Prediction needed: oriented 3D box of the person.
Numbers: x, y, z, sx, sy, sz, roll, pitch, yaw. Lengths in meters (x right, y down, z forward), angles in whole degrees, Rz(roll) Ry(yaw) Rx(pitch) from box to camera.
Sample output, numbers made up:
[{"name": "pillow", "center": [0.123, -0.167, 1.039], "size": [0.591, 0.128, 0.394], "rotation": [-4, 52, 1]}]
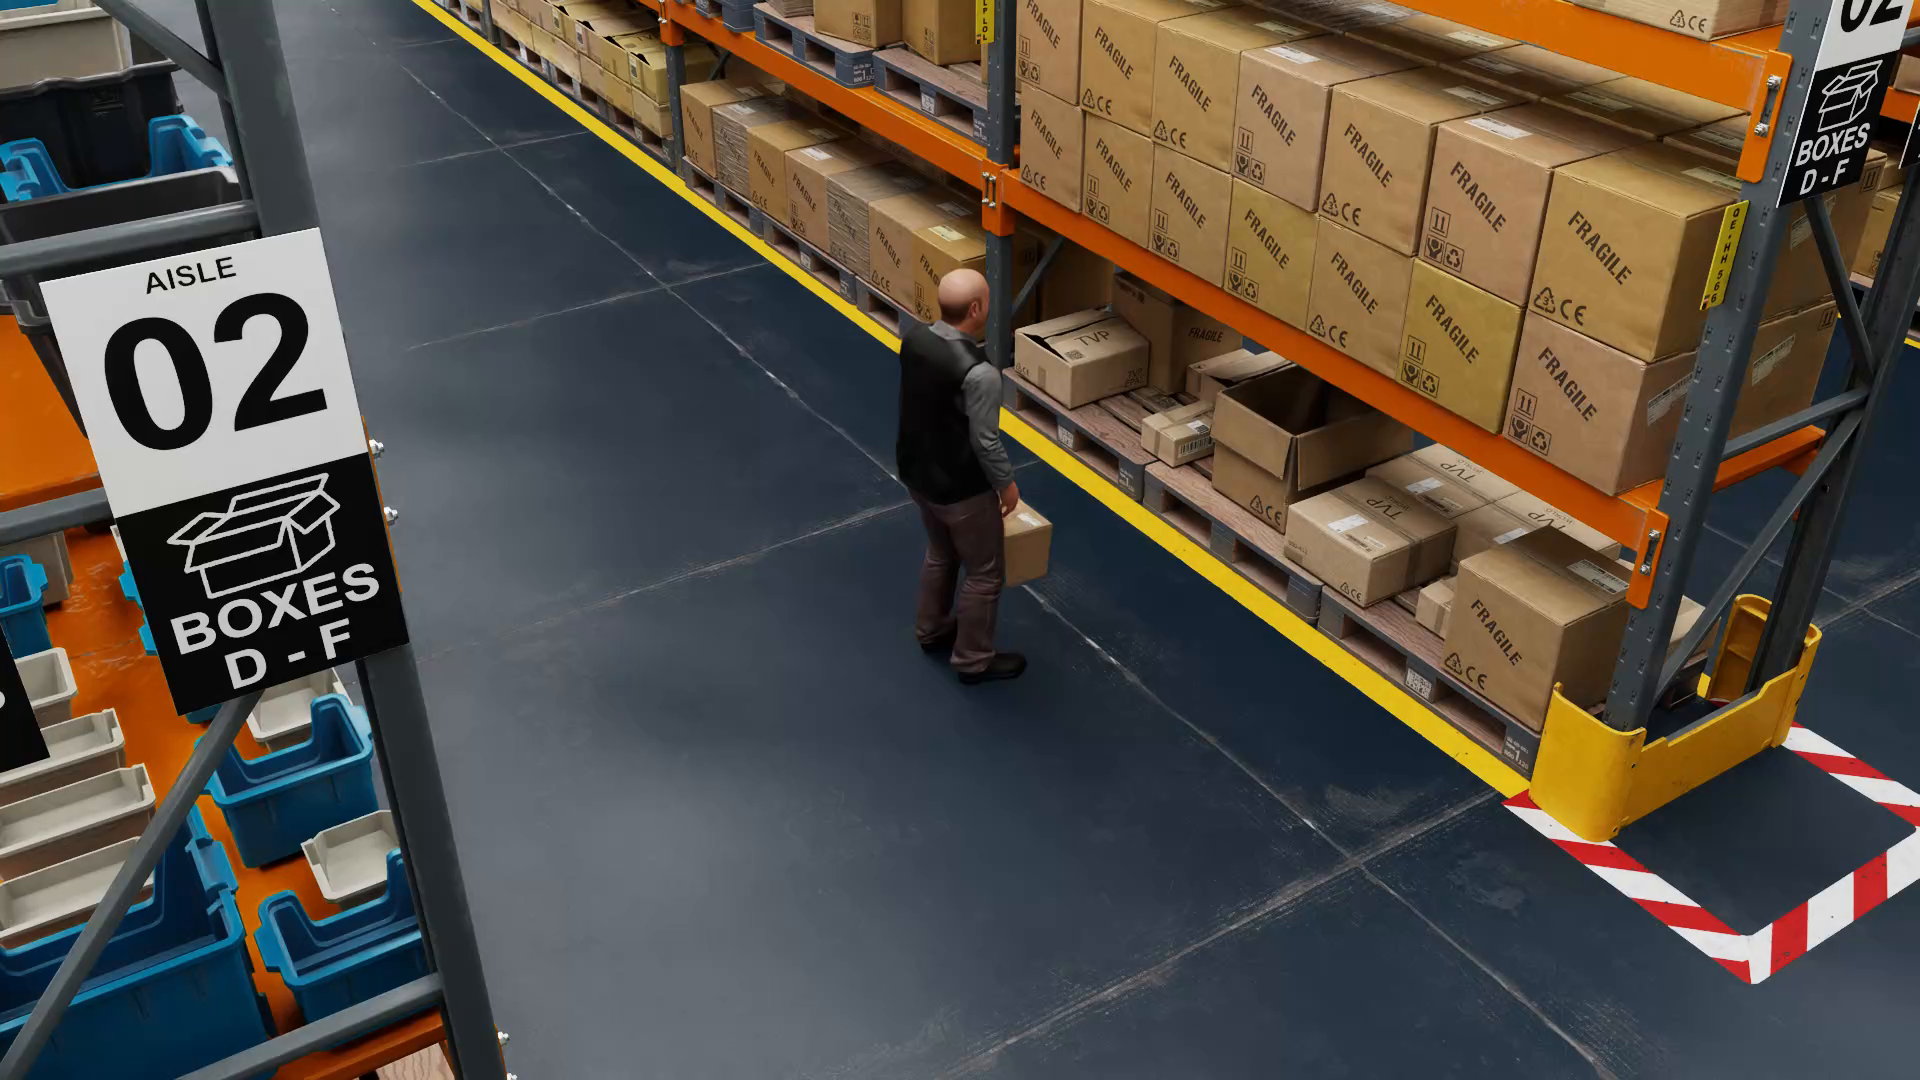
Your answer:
[{"name": "person", "center": [-0.026, -0.241, 6.537], "size": [0.418, 1.724, 0.561], "rotation": [-20, 38, -28]}]
